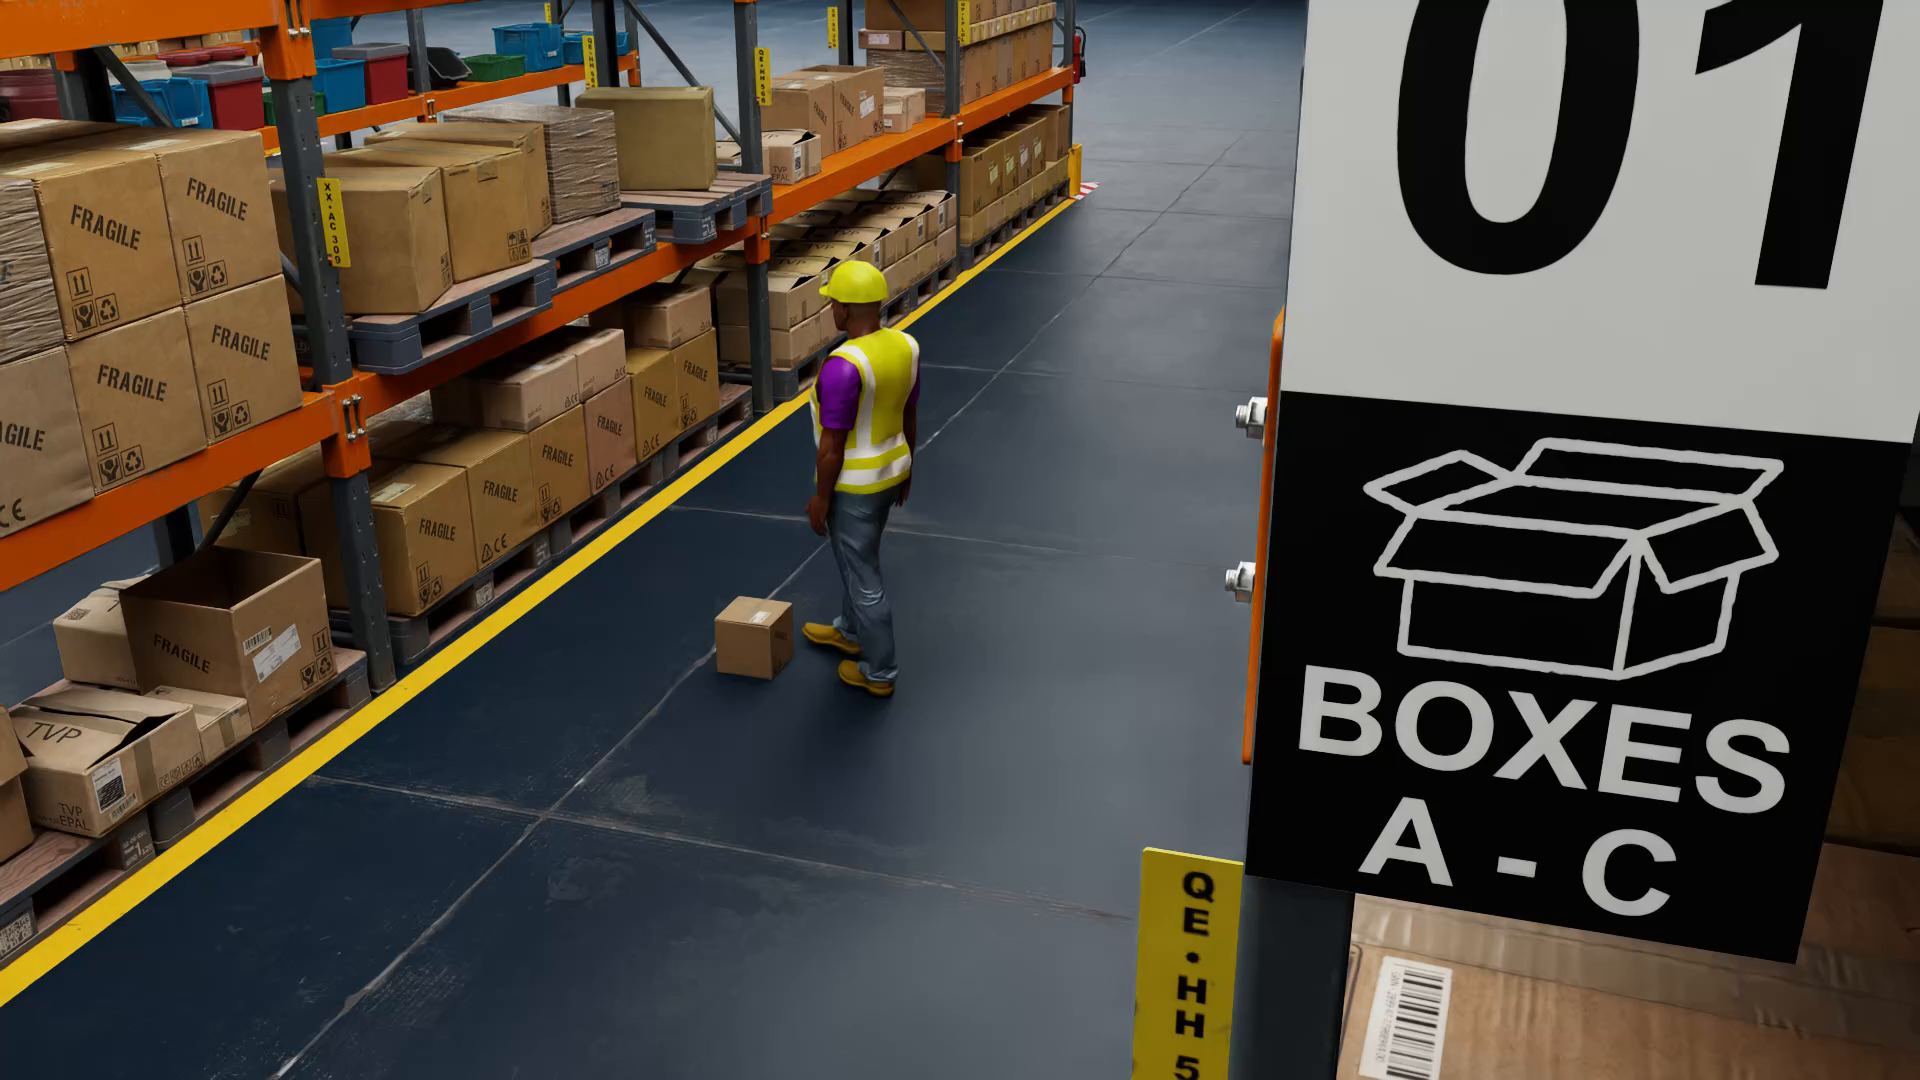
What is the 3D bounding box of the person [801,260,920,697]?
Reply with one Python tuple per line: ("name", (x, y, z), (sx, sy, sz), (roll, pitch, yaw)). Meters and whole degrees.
("person", (-0.496, -0.265, 6.699), (0.641, 1.760, 0.569), (12, 25, 28))
